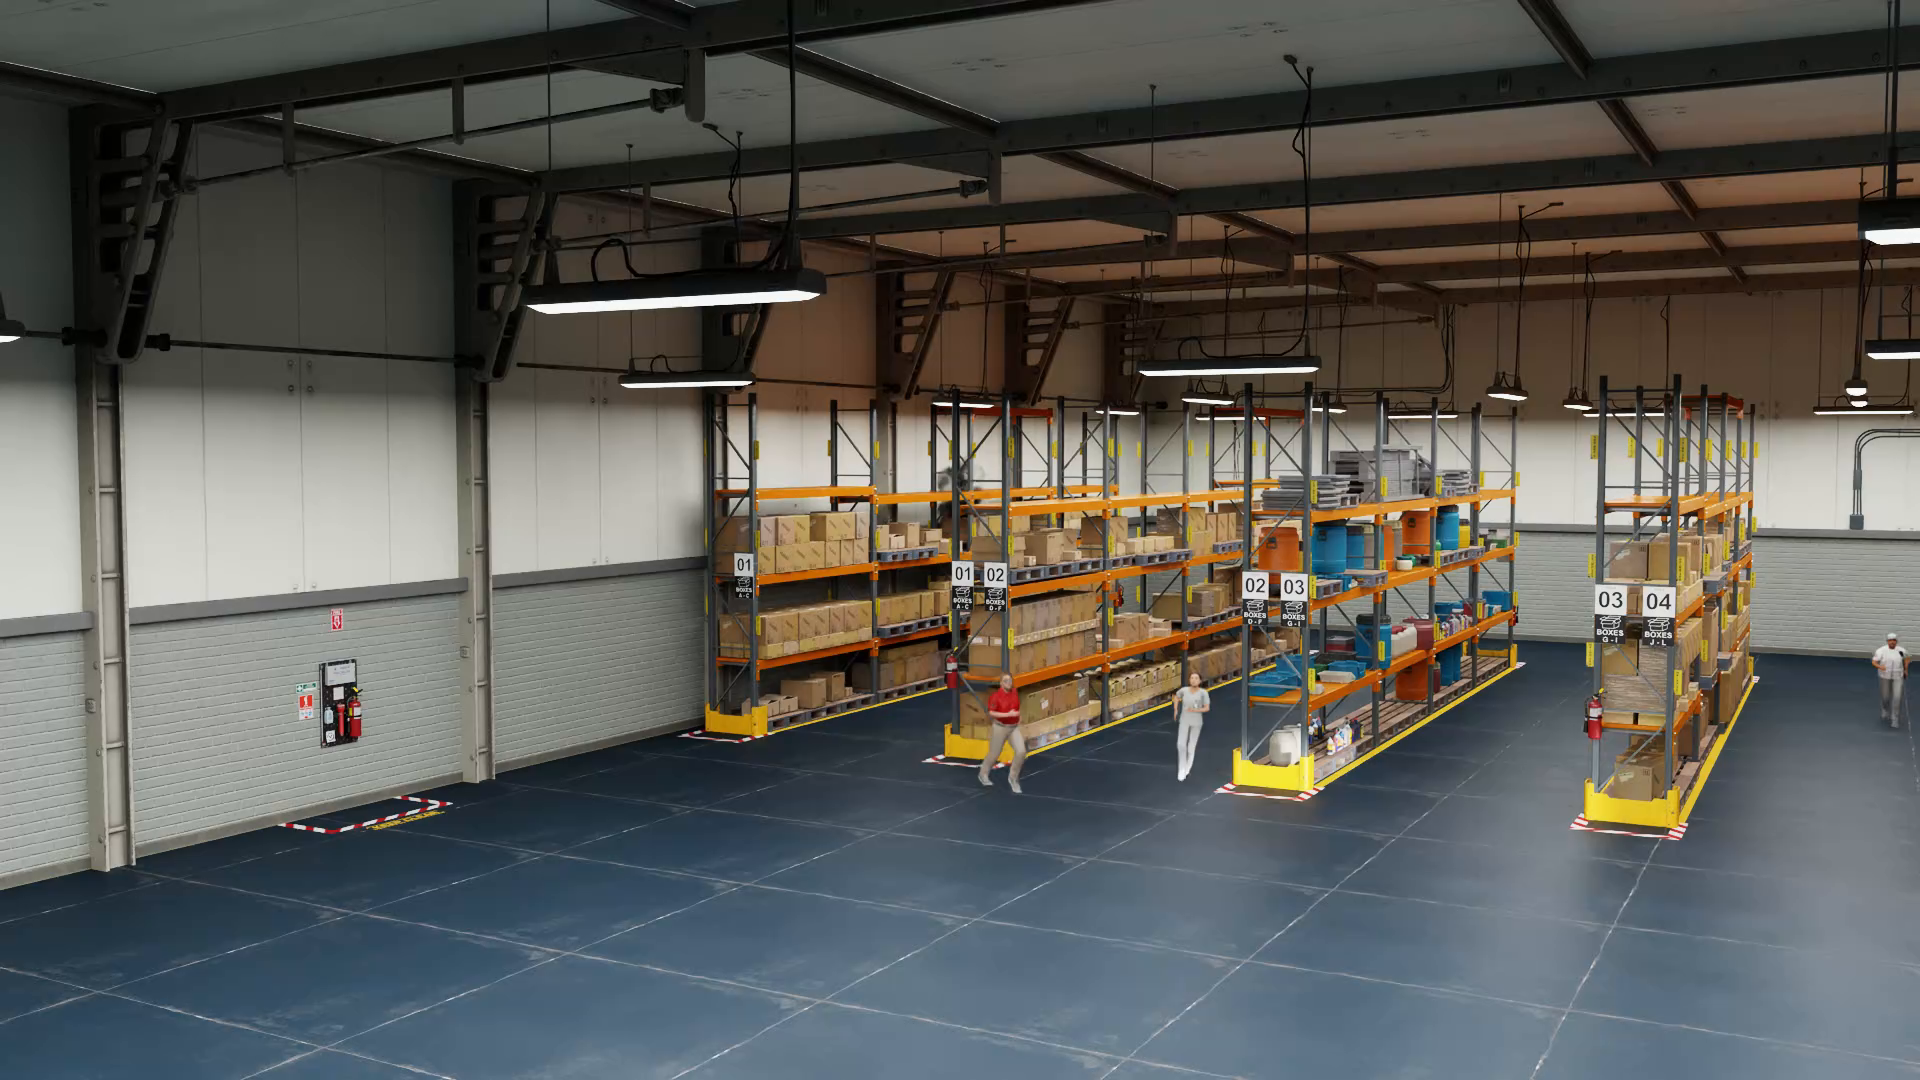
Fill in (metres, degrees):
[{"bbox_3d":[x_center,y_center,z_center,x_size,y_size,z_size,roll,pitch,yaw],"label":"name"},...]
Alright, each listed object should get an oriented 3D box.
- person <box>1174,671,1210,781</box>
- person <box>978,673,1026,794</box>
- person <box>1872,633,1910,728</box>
[{"bbox_3d":[3.524,2.814,25.306,0.551,1.664,0.676,1,3,10],"label":"person"},{"bbox_3d":[0.661,2.833,24.422,0.672,1.779,0.914,-2,4,-32],"label":"person"},{"bbox_3d":[16.963,2.531,30.302,0.612,1.670,0.919,1,3,25],"label":"person"}]
